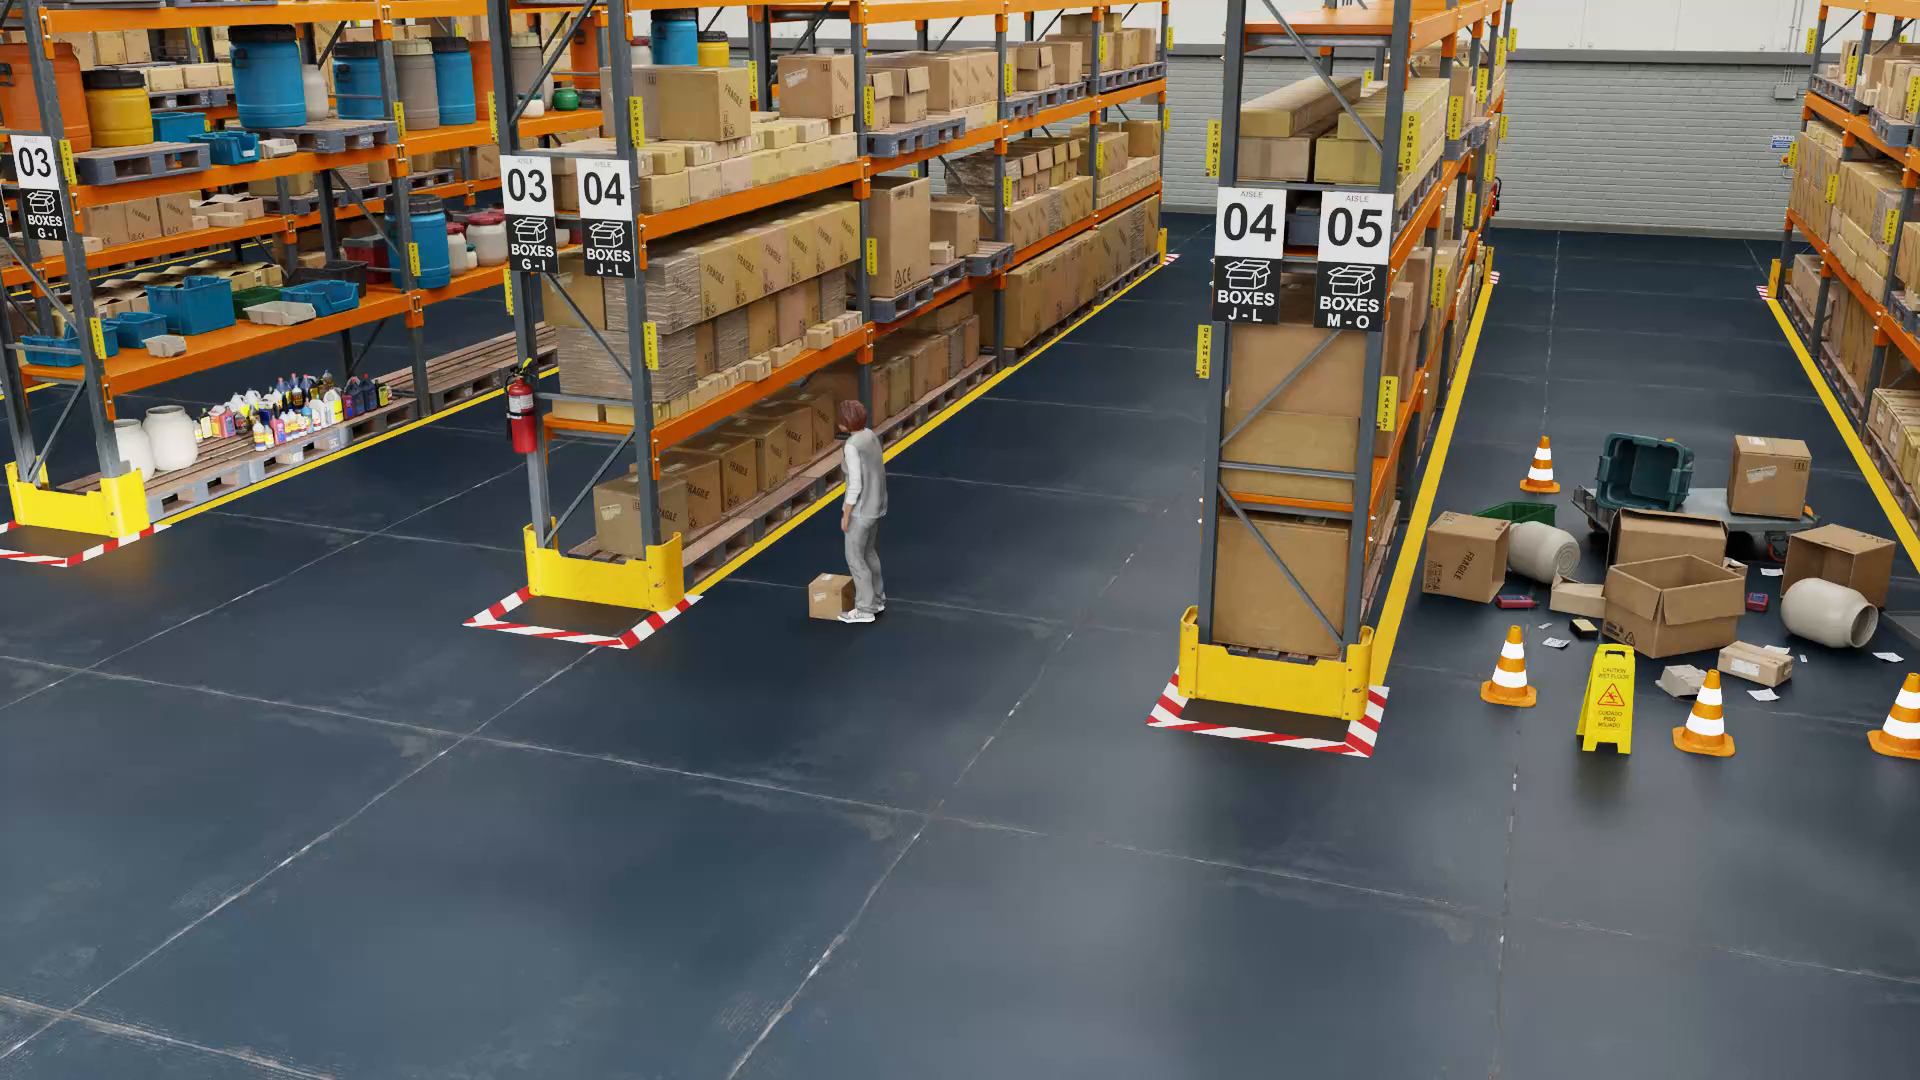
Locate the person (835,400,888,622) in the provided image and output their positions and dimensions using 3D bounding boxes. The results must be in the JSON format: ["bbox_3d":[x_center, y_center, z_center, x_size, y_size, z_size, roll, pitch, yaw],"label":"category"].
[{"bbox_3d":[-0.689,-0.204,11.673,0.343,1.593,0.461,7,20,19],"label":"person"}]
